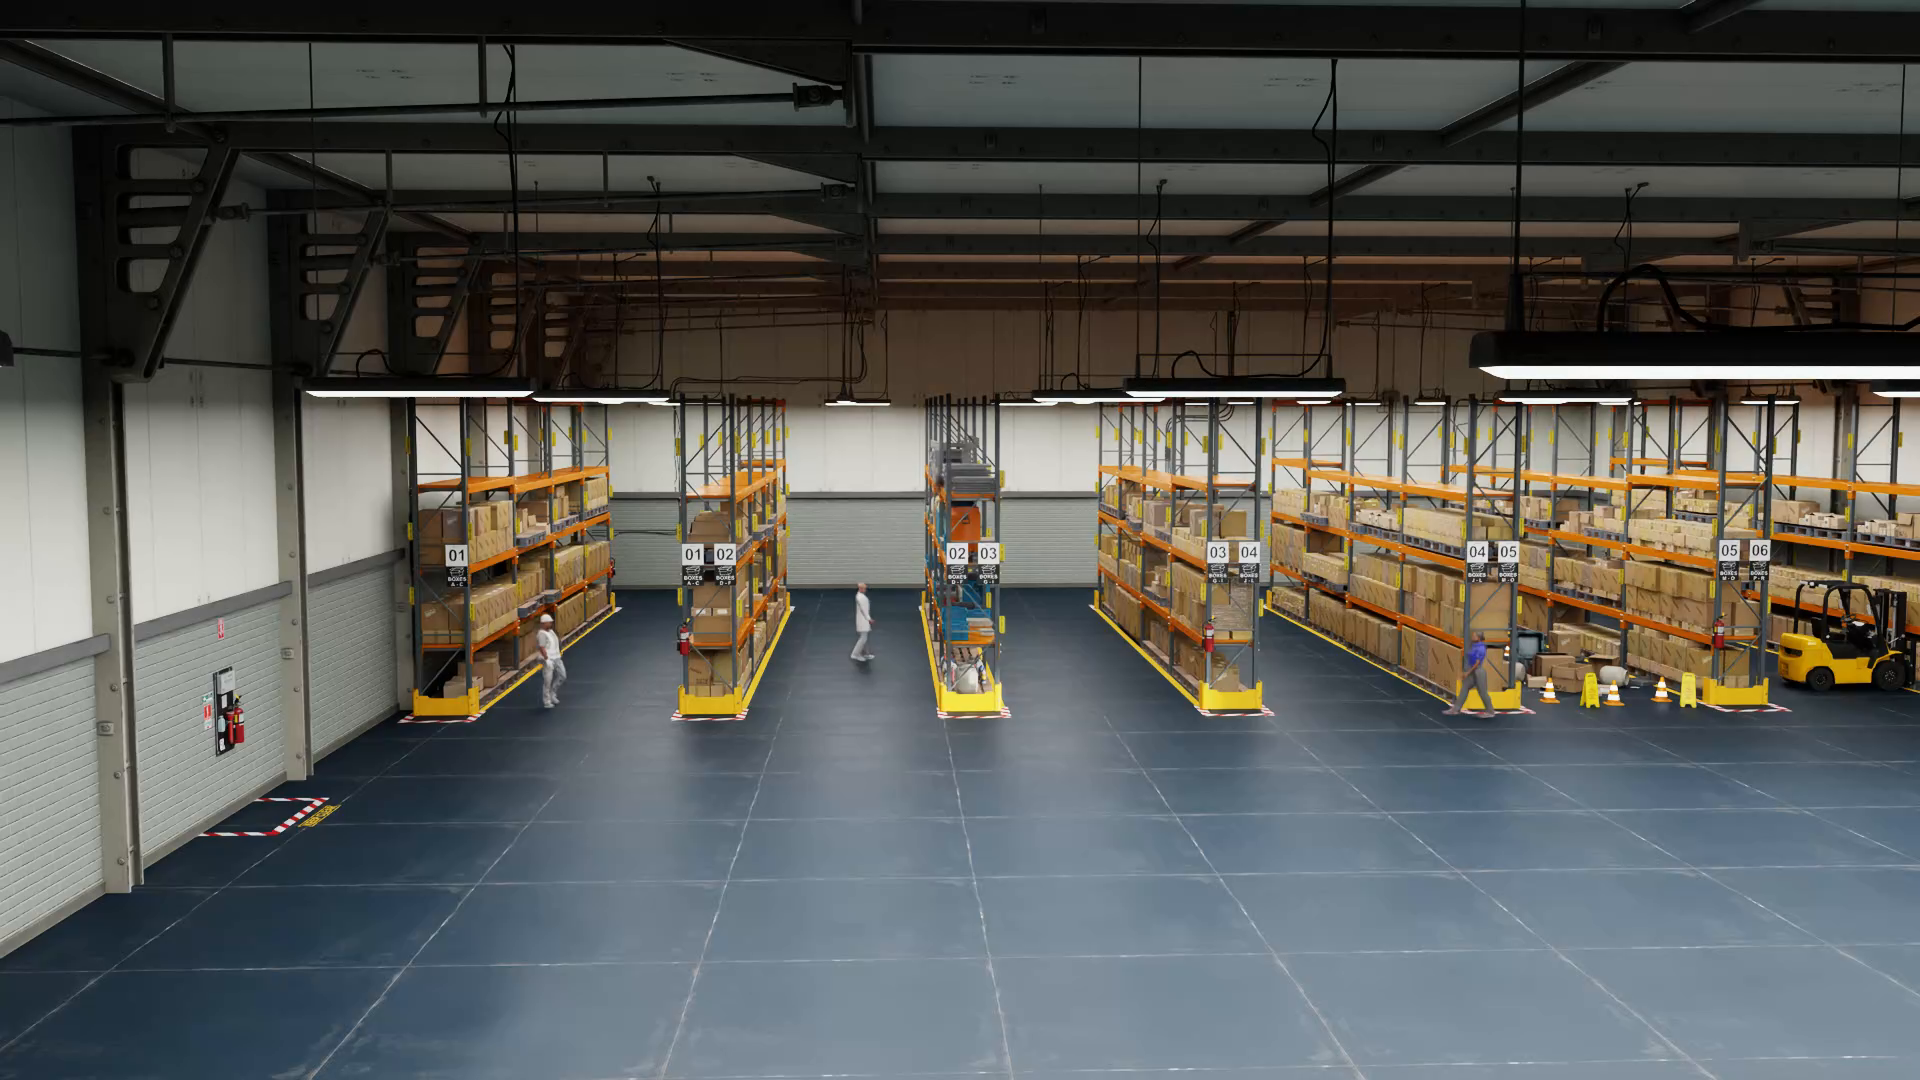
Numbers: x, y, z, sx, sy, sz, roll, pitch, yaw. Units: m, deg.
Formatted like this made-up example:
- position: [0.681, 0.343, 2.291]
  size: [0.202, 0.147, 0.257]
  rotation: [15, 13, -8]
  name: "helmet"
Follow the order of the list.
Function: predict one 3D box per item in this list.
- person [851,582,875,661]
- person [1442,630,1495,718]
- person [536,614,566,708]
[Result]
- position: [-2.207, 1.900, 37.693]
  size: [0.558, 1.683, 0.614]
  rotation: [0, 5, -4]
  name: "person"
- position: [9.422, 2.472, 30.700]
  size: [0.889, 1.622, 0.512]
  rotation: [0, 5, -3]
  name: "person"
- position: [-7.851, 2.314, 31.940]
  size: [0.570, 1.789, 0.661]
  rotation: [2, 5, 27]
  name: "person"
